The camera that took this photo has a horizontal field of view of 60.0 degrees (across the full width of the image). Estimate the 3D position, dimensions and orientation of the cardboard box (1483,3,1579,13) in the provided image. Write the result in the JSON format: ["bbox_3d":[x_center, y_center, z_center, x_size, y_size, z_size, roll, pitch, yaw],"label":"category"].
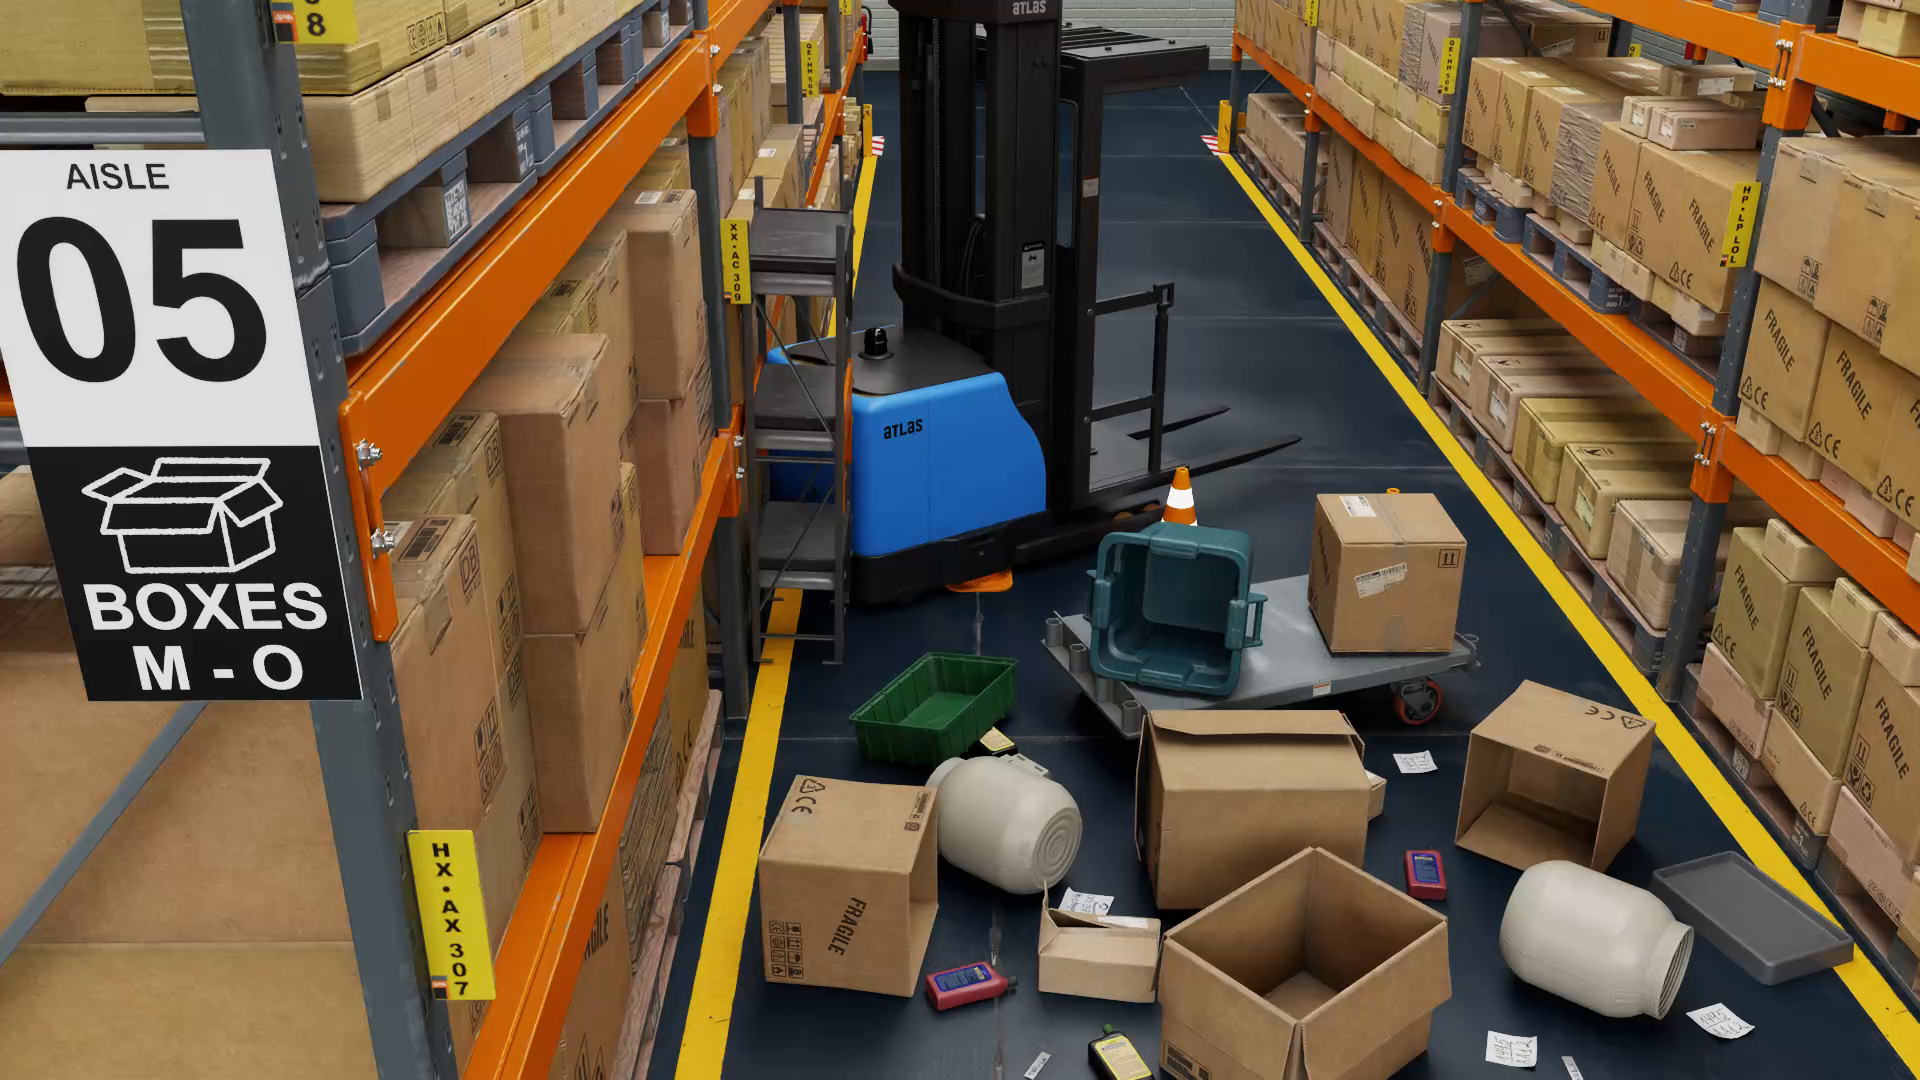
[{"bbox_3d":[3.726,-3.241,10.942,0.500,0.500,0.500,0,24,0],"label":"cardboard box"}]

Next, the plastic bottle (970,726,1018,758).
[{"bbox_3d":[0.109,0.827,6.848,0.133,0.061,0.283,-14,28,-28],"label":"plastic bottle"}]

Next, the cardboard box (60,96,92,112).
[{"bbox_3d":[-1.708,-0.805,2.924,0.380,0.149,0.250,0,24,0],"label":"cardboard box"}]

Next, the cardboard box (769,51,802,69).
[{"bbox_3d":[-1.269,-3.239,11.345,0.380,0.149,0.250,1,24,2],"label":"cardboard box"}]

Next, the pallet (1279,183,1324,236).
[{"bbox_3d":[3.528,-3.023,15.177,1.003,0.211,1.213,0,24,-1],"label":"pallet"}]

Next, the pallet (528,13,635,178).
[{"bbox_3d":[-1.395,-1.107,4.025,1.003,0.211,1.213,0,24,-1],"label":"pallet"}]

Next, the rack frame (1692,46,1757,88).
[{"bbox_3d":[8.378,-5.652,17.606,1.000,3.000,0.127,0,24,-1],"label":"rack frame"}]

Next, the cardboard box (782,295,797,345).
[{"bbox_3d":[-1.530,-1.182,9.945,1.050,0.750,0.750,-1,24,-1],"label":"cardboard box"}]

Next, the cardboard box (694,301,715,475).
[{"bbox_3d":[-1.388,-0.535,6.112,0.875,0.550,0.550,0,24,-1],"label":"cardboard box"}]

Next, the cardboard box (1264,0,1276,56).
[{"bbox_3d":[3.175,-4.850,15.712,0.500,0.500,0.500,1,24,1],"label":"cardboard box"}]

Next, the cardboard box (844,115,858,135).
[{"bbox_3d":[-1.202,-4.083,16.366,0.380,0.149,0.250,1,24,1],"label":"cardboard box"}]

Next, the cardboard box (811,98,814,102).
[{"bbox_3d":[-1.271,-3.293,12.186,0.380,0.149,0.250,1,24,2],"label":"cardboard box"}]

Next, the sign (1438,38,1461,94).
[{"bbox_3d":[2.947,-2.855,10.017,0.100,0.325,0.005,0,24,-1],"label":"sign"}]

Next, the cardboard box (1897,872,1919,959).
[{"bbox_3d":[3.302,1.266,5.138,0.500,0.250,0.500,-1,24,-2],"label":"cardboard box"}]

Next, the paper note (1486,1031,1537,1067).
[{"bbox_3d":[1.729,1.592,5.207,0.148,0.019,0.142,8,26,18],"label":"paper note"}]

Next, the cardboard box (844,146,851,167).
[{"bbox_3d":[-1.225,-3.627,15.719,0.380,0.149,0.250,0,24,-1],"label":"cardboard box"}]

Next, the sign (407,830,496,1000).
[{"bbox_3d":[-0.805,0.599,2.640,0.100,0.325,0.005,0,24,-1],"label":"sign"}]

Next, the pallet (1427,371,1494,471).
[{"bbox_3d":[3.509,-0.739,10.127,1.003,0.211,1.213,0,24,-1],"label":"pallet"}]

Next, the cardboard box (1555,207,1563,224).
[{"bbox_3d":[3.351,-1.715,8.698,0.380,0.149,0.250,1,24,2],"label":"cardboard box"}]

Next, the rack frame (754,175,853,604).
[{"bbox_3d":[-0.683,-0.592,7.343,0.400,2.100,0.015,2,33,-1],"label":"rack frame"}]

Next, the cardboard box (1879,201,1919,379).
[{"bbox_3d":[3.295,-0.720,5.006,0.700,0.500,0.500,-1,24,-2],"label":"cardboard box"}]

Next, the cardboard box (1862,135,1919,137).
[{"bbox_3d":[3.894,-1.546,6.750,0.380,0.149,0.250,0,24,-1],"label":"cardboard box"}]

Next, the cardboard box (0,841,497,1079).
[{"bbox_3d":[-1.409,0.808,3.141,0.875,0.550,0.550,0,24,-1],"label":"cardboard box"}]

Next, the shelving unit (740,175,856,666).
[{"bbox_3d":[-0.684,-0.461,7.137,0.431,2.100,0.503,2,33,-1],"label":"shelving unit"}]

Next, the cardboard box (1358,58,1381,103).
[{"bbox_3d":[3.201,-3.325,12.038,0.500,0.250,0.500,-1,24,-2],"label":"cardboard box"}]

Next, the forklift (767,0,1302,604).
[{"bbox_3d":[0.518,-1.480,8.465,3.031,2.935,1.130,-16,29,-31],"label":"forklift"}]

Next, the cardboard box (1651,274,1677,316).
[{"bbox_3d":[3.278,-1.079,7.292,0.380,0.149,0.250,-1,24,-2],"label":"cardboard box"}]

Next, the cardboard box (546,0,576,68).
[{"bbox_3d":[-1.057,-1.123,3.626,0.380,0.149,0.250,0,24,-1],"label":"cardboard box"}]

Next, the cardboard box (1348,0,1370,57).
[{"bbox_3d":[3.211,-3.882,12.358,0.500,0.500,0.500,-1,24,-2],"label":"cardboard box"}]

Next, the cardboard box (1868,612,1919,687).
[{"bbox_3d":[3.236,0.360,5.444,0.380,0.149,0.250,1,24,2],"label":"cardboard box"}]

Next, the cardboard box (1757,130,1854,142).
[{"bbox_3d":[3.829,-1.660,7.789,0.500,0.500,0.500,0,24,-1],"label":"cardboard box"}]

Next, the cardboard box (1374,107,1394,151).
[{"bbox_3d":[3.226,-2.888,11.678,0.500,0.250,0.500,0,24,-1],"label":"cardboard box"}]

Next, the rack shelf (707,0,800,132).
[{"bbox_3d":[-1.425,-2.482,7.831,1.077,0.370,4.000,0,24,-1],"label":"rack shelf"}]

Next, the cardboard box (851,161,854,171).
[{"bbox_3d":[-1.235,-3.706,16.255,0.380,0.149,0.250,0,24,0],"label":"cardboard box"}]

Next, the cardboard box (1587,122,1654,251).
[{"bbox_3d":[3.304,-1.662,7.792,0.500,0.500,0.500,1,24,1],"label":"cardboard box"}]

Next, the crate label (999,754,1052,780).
[{"bbox_3d":[0.206,0.954,6.476,0.298,0.136,0.250,-19,31,-36],"label":"crate label"}]

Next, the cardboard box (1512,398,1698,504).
[{"bbox_3d":[3.516,-0.476,8.841,0.950,0.372,0.625,1,24,1],"label":"cardboard box"}]

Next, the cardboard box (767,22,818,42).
[{"bbox_3d":[-1.287,-3.882,12.766,0.380,0.149,0.250,-1,24,-2],"label":"cardboard box"}]

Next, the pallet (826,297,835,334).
[{"bbox_3d":[-1.465,-1.820,12.519,1.003,0.211,1.213,0,24,-1],"label":"pallet"}]

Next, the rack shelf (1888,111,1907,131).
[{"bbox_3d":[8.443,-2.851,12.288,1.077,0.370,4.000,0,24,-1],"label":"rack shelf"}]

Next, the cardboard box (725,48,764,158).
[{"bbox_3d":[-1.445,-2.375,9.027,0.700,0.500,0.500,-1,24,-1],"label":"cardboard box"}]

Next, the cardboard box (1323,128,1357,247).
[{"bbox_3d":[3.545,-2.948,13.696,0.875,0.875,0.875,0,24,1],"label":"cardboard box"}]

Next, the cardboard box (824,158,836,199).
[{"bbox_3d":[-1.238,-2.792,12.897,0.500,0.250,0.500,1,24,2],"label":"cardboard box"}]

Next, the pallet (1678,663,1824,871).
[{"bbox_3d":[3.588,0.864,6.583,1.003,0.211,1.213,0,24,-1],"label":"pallet"}]

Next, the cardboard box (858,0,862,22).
[{"bbox_3d":[-1.272,-5.561,16.923,0.500,0.500,0.500,0,24,1],"label":"cardboard box"}]

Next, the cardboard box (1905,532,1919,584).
[{"bbox_3d":[3.232,0.090,5.216,0.380,0.149,0.250,0,24,0],"label":"cardboard box"}]

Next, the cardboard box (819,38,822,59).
[{"bbox_3d":[-1.285,-3.856,13.071,0.380,0.149,0.250,0,24,0],"label":"cardboard box"}]

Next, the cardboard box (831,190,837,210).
[{"bbox_3d":[-1.226,-2.453,13.057,0.500,0.500,0.500,-1,24,-2],"label":"cardboard box"}]

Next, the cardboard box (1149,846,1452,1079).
[{"bbox_3d":[1.038,1.390,5.065,0.797,0.503,0.637,-19,31,-36],"label":"cardboard box"}]

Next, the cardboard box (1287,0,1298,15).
[{"bbox_3d":[3.179,-4.883,14.572,0.500,0.500,0.500,-1,24,-1],"label":"cardboard box"}]

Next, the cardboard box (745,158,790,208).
[{"bbox_3d":[-1.164,-1.717,8.785,0.500,0.500,0.500,-1,24,-1],"label":"cardboard box"}]

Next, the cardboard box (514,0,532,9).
[{"bbox_3d":[-1.121,-1.259,3.443,0.500,0.250,0.500,0,24,-1],"label":"cardboard box"}]

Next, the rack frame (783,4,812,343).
[{"bbox_3d":[-1.447,-2.267,10.123,1.000,3.000,0.127,0,24,-1],"label":"rack frame"}]

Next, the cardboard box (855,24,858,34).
[{"bbox_3d":[-1.248,-5.316,17.170,0.380,0.149,0.250,0,24,0],"label":"cardboard box"}]

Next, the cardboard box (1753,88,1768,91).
[{"bbox_3d":[8.289,-4.453,17.476,0.797,0.503,0.637,-1,24,-3],"label":"cardboard box"}]

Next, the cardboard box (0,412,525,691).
[{"bbox_3d":[-1.423,0.089,3.420,0.875,0.550,0.550,0,24,-1],"label":"cardboard box"}]

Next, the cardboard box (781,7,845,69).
[{"bbox_3d":[-1.244,-4.302,14.139,0.500,0.500,0.500,-1,24,-2],"label":"cardboard box"}]
